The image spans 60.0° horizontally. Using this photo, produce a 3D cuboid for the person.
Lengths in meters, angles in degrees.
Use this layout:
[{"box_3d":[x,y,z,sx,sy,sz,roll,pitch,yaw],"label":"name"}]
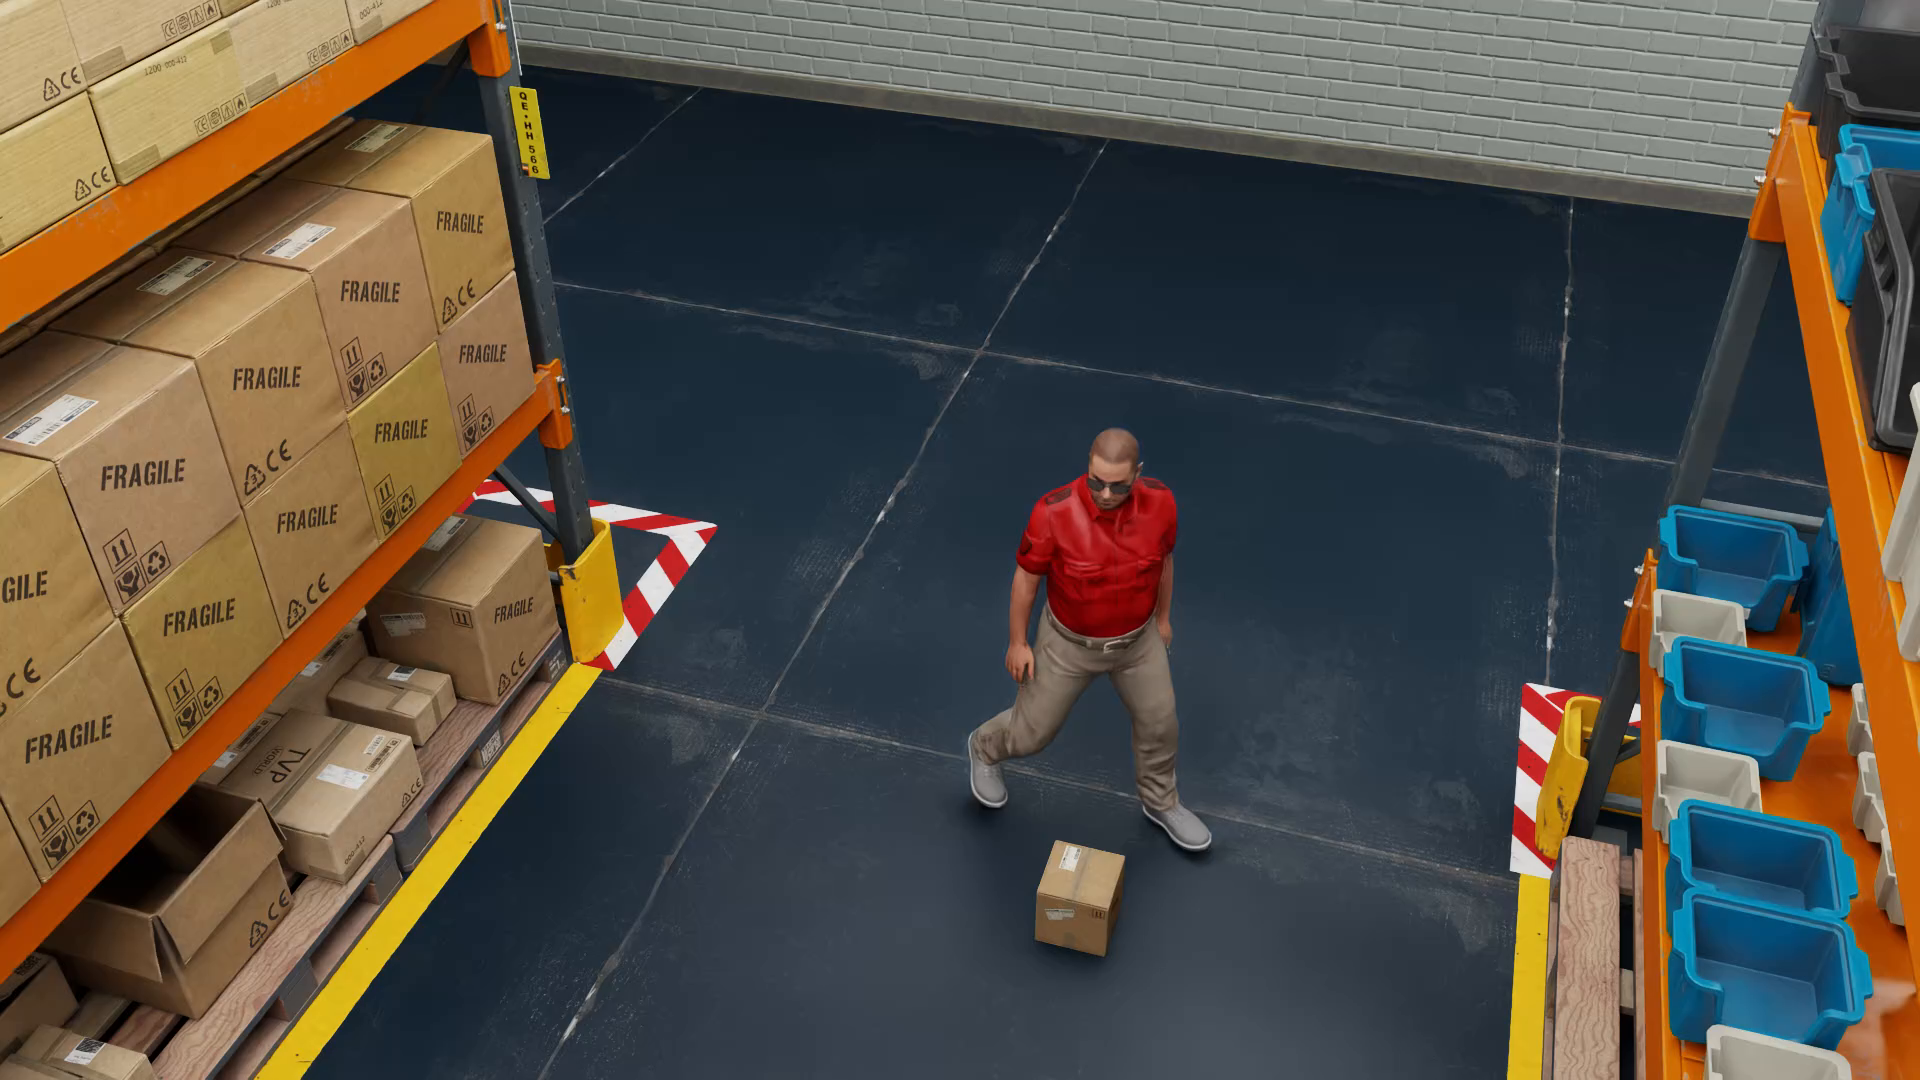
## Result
[{"box_3d":[0.459,0.331,5.730,0.770,1.700,0.729,-11,38,-14],"label":"person"}]
